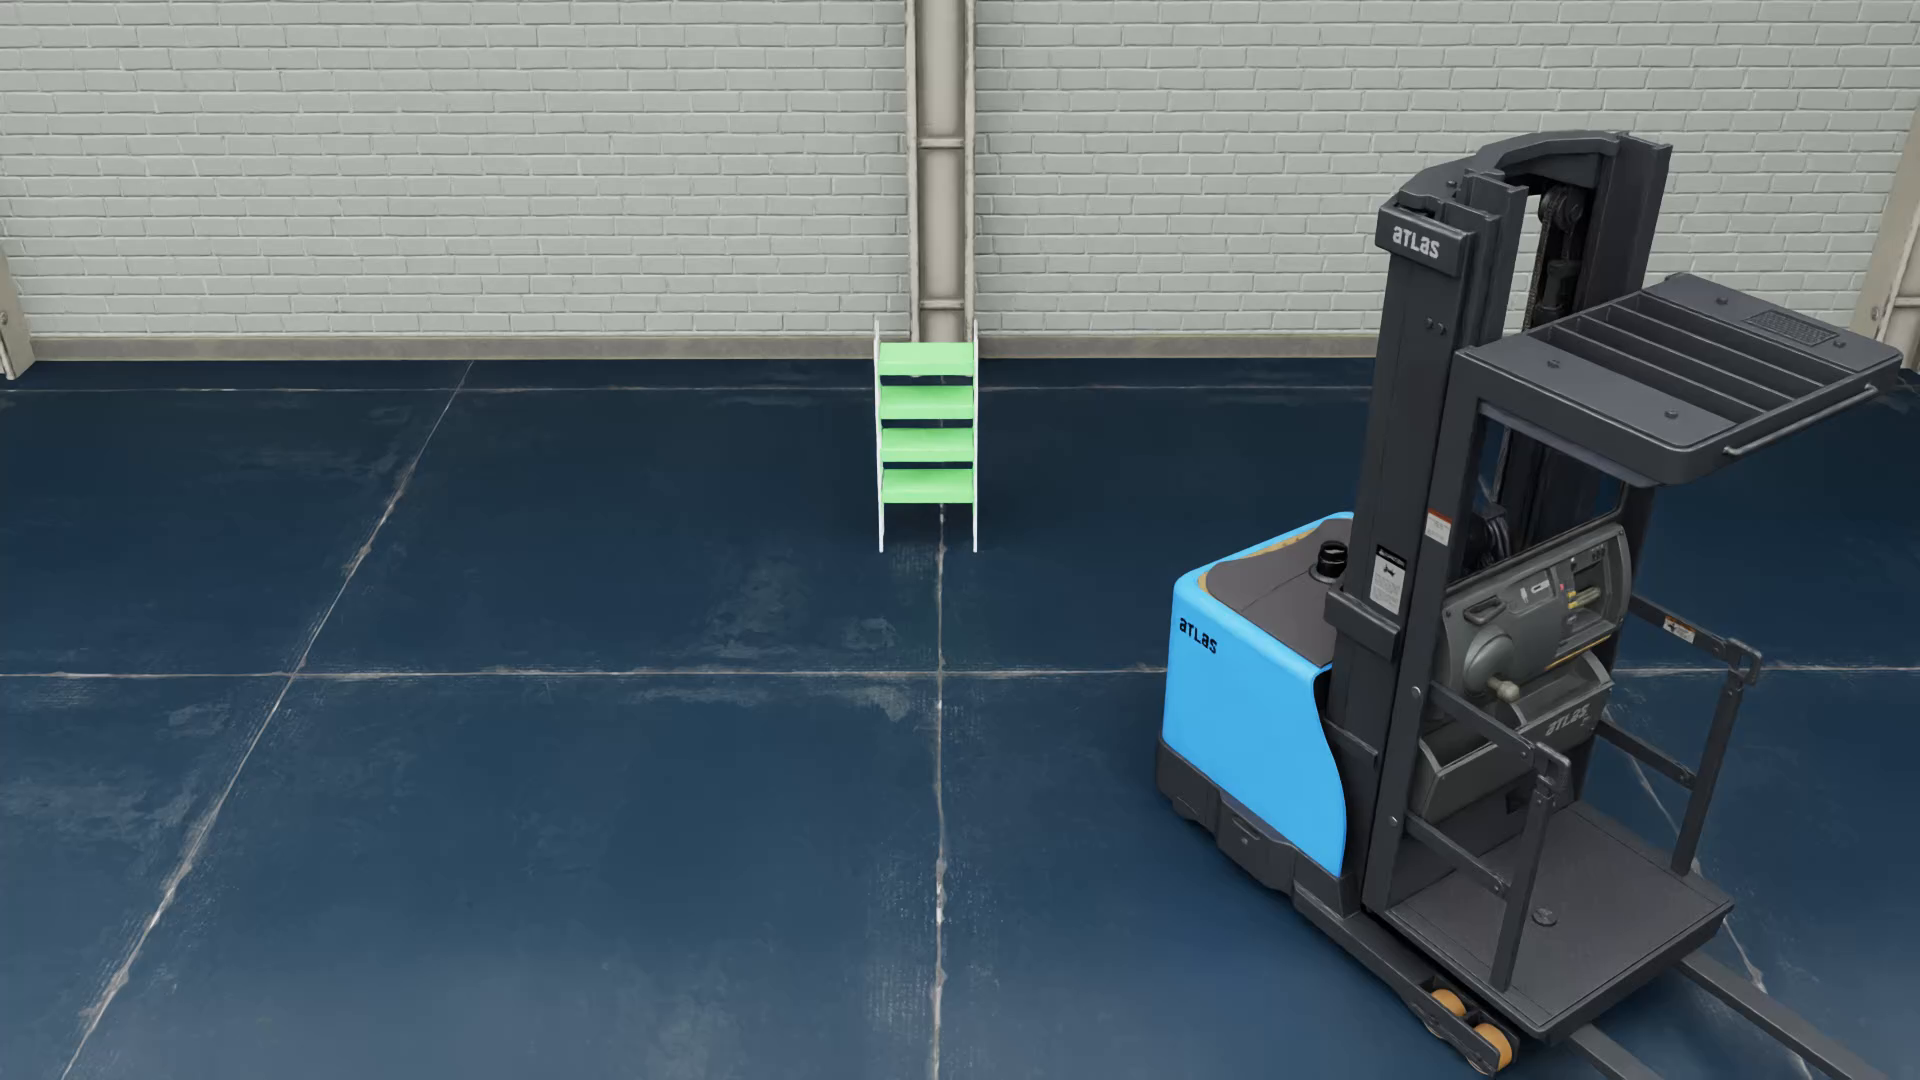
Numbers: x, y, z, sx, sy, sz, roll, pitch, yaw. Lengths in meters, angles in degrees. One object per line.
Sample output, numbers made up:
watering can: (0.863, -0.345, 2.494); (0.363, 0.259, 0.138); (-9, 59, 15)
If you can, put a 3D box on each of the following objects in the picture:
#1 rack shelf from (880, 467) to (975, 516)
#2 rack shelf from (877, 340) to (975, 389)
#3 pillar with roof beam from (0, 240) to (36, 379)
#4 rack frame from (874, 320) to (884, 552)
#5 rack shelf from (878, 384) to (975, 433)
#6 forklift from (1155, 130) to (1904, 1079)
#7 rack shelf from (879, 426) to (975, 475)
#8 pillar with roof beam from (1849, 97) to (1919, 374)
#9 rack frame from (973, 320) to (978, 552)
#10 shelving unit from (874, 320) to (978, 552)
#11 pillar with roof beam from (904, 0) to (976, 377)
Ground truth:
rack shelf: (-0.166, -0.253, 8.596); (0.480, 0.148, 0.258); (0, 31, 0)
rack shelf: (-0.166, -0.868, 8.222); (0.480, 0.148, 0.258); (0, 31, 0)
pillar with roof beam: (-6.086, -2.699, 4.524); (0.400, 9.000, 9.100); (0, 31, 0)
rack frame: (-0.410, -0.512, 8.437); (0.015, 1.200, 0.240); (0, 31, 0)
rack shelf: (-0.166, -0.663, 8.347); (0.480, 0.148, 0.258); (0, 31, 0)
forklift: (2.063, 0.296, 5.436); (1.130, 2.935, 3.031); (-20, 36, -29)
rack shelf: (-0.166, -0.458, 8.471); (0.480, 0.148, 0.258); (0, 31, 0)
pillar with roof beam: (5.914, -2.737, 4.586); (0.400, 9.000, 9.100); (0, 31, 0)
rack frame: (0.078, -0.513, 8.439); (0.015, 1.200, 0.240); (0, 31, 0)
shelving unit: (-0.166, -0.512, 8.438); (0.503, 1.200, 0.258); (0, 31, 0)
pillar with roof beam: (-0.086, -2.718, 4.555); (0.400, 9.000, 9.100); (0, 31, 0)
